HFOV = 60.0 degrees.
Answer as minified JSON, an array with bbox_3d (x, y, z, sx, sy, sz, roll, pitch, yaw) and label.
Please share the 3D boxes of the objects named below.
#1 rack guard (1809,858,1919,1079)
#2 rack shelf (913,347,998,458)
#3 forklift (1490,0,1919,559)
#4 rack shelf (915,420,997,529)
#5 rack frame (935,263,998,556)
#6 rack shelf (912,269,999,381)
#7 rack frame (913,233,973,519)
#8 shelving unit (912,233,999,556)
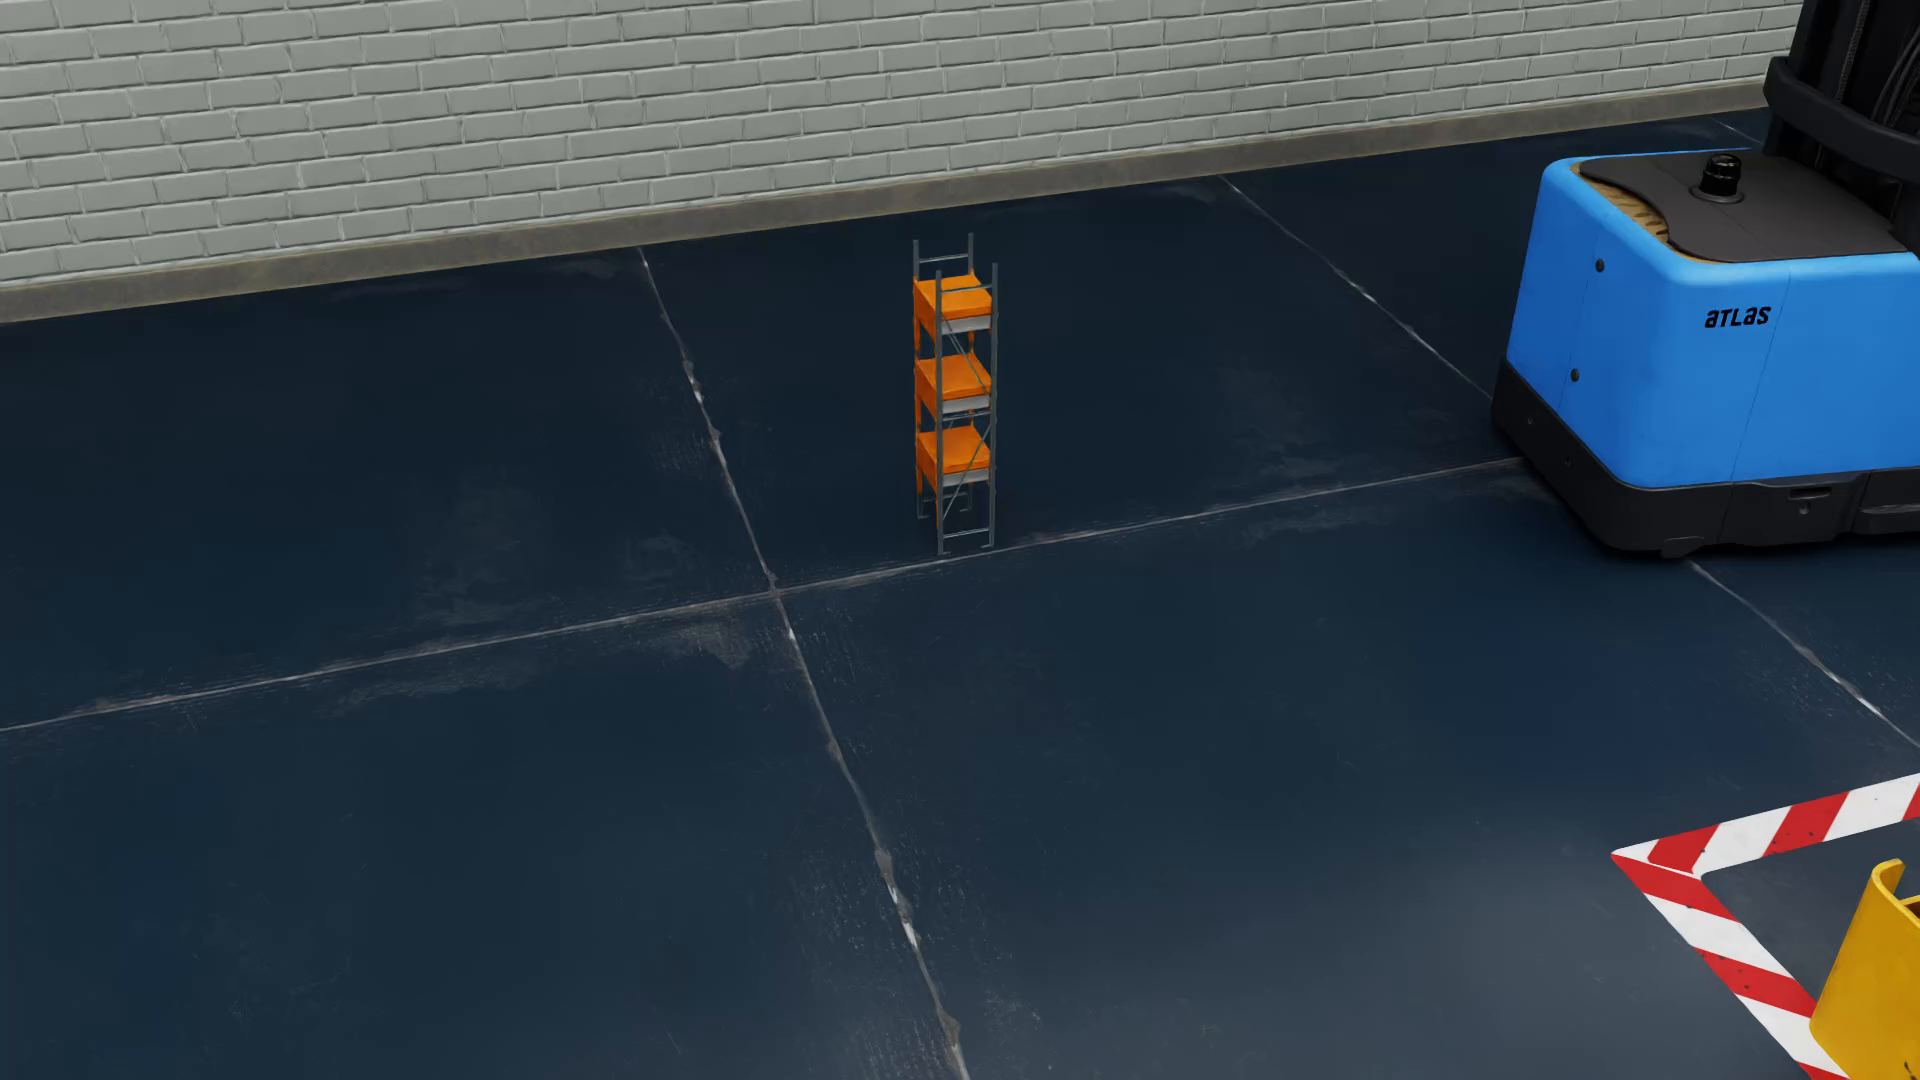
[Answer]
[{"bbox_3d":[2.623,0.939,3.876,1.175,0.500,0.348,-10,35,-15],"label":"rack guard"},{"bbox_3d":[-0.016,-0.457,5.509,0.215,0.259,0.240,-10,35,-15],"label":"rack shelf"},{"bbox_3d":[3.588,-1.530,5.406,3.031,2.935,1.130,-5,34,-7],"label":"forklift"},{"bbox_3d":[-0.016,-0.225,5.662,0.215,0.259,0.240,-10,35,-15],"label":"rack shelf"},{"bbox_3d":[0.021,-0.402,5.406,0.200,1.050,0.008,-10,35,-15],"label":"rack frame"},{"bbox_3d":[-0.016,-0.694,5.352,0.215,0.259,0.240,-10,35,-15],"label":"rack shelf"},{"bbox_3d":[-0.054,-0.530,5.600,0.200,1.050,0.008,-10,35,-15],"label":"rack frame"},{"bbox_3d":[-0.016,-0.466,5.503,0.215,1.050,0.252,-10,35,-15],"label":"shelving unit"}]
